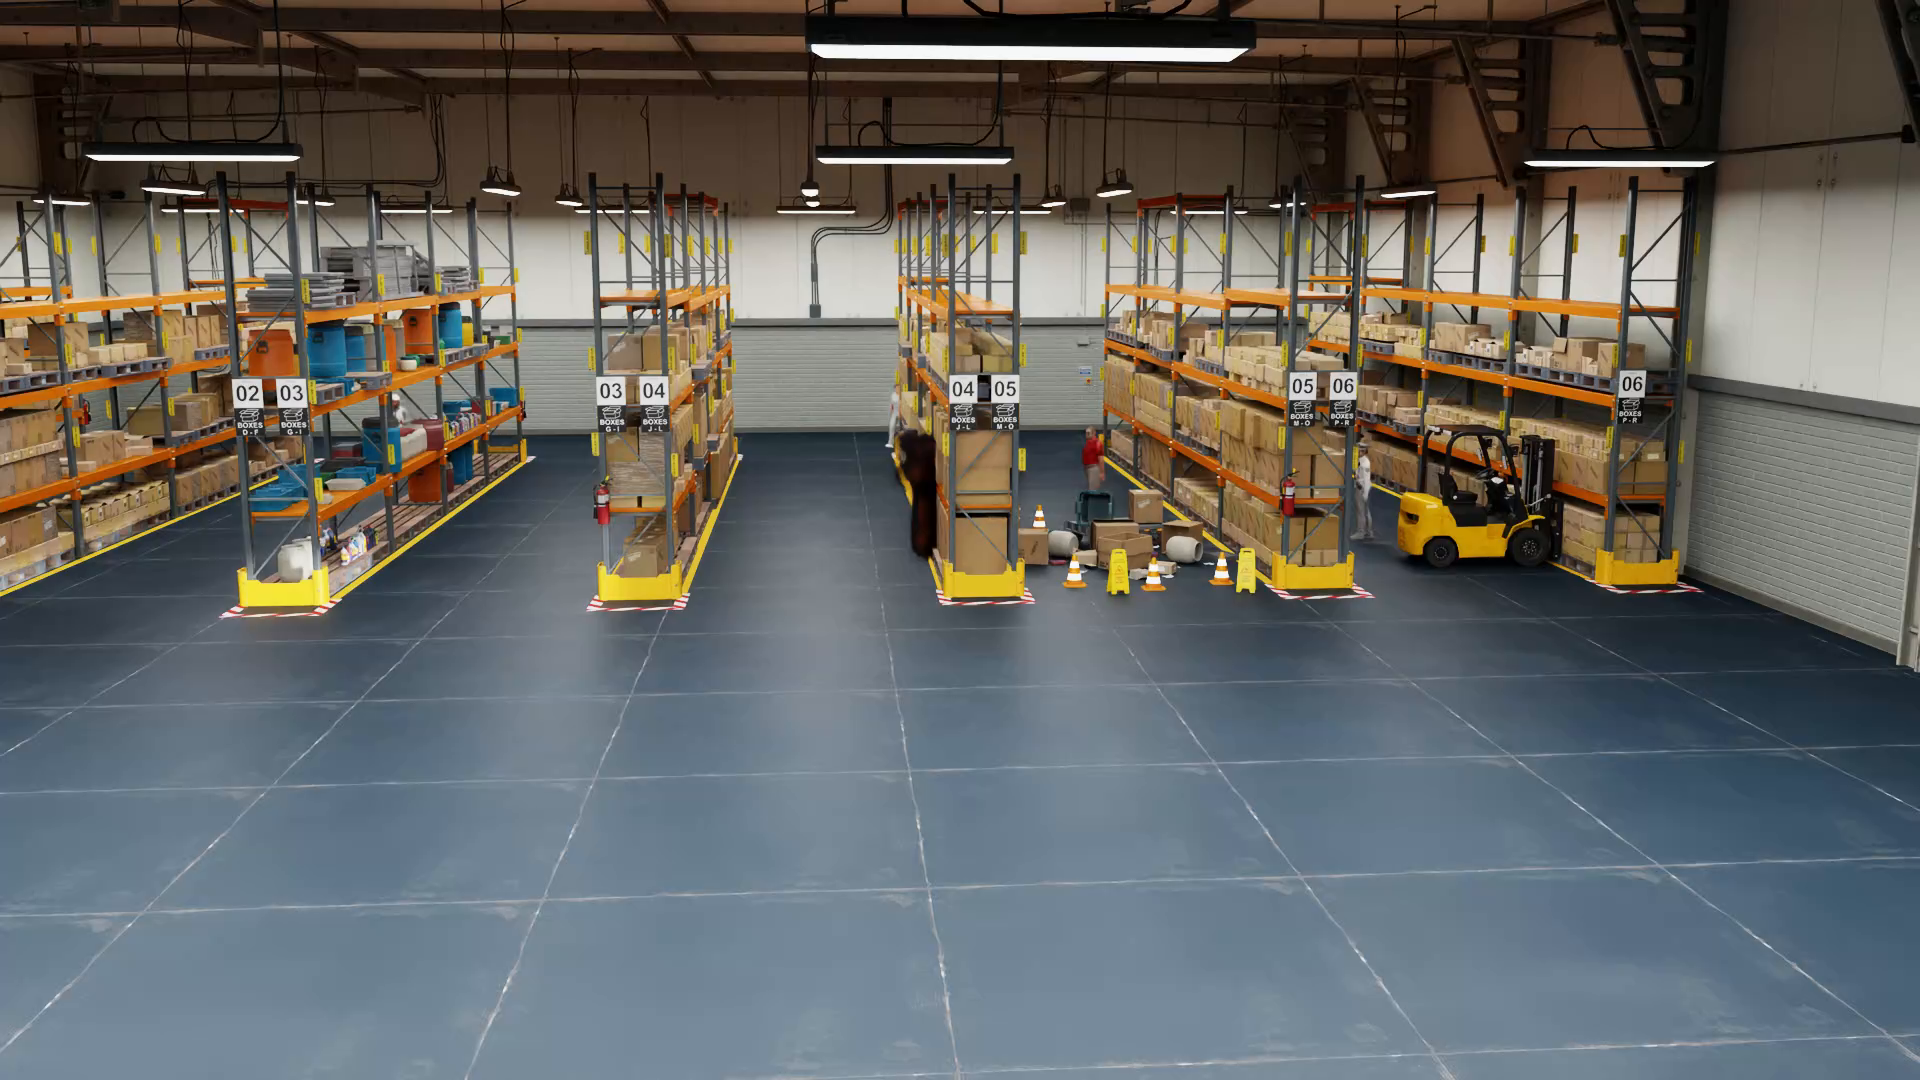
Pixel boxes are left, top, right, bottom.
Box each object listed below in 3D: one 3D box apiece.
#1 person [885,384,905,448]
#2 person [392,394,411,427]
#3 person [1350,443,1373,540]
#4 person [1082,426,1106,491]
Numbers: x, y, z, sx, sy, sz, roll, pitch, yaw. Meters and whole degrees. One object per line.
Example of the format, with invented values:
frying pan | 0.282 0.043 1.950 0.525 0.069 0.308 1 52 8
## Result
person | -1.548 -3.141 41.807 0.496 1.626 1.034 5 11 24
person | -12.538 -2.347 36.945 0.691 1.814 0.829 0 10 0
person | 6.971 -0.852 28.773 0.398 1.671 0.500 5 11 25
person | 2.463 -1.248 30.787 0.407 1.734 0.602 0 10 -2
